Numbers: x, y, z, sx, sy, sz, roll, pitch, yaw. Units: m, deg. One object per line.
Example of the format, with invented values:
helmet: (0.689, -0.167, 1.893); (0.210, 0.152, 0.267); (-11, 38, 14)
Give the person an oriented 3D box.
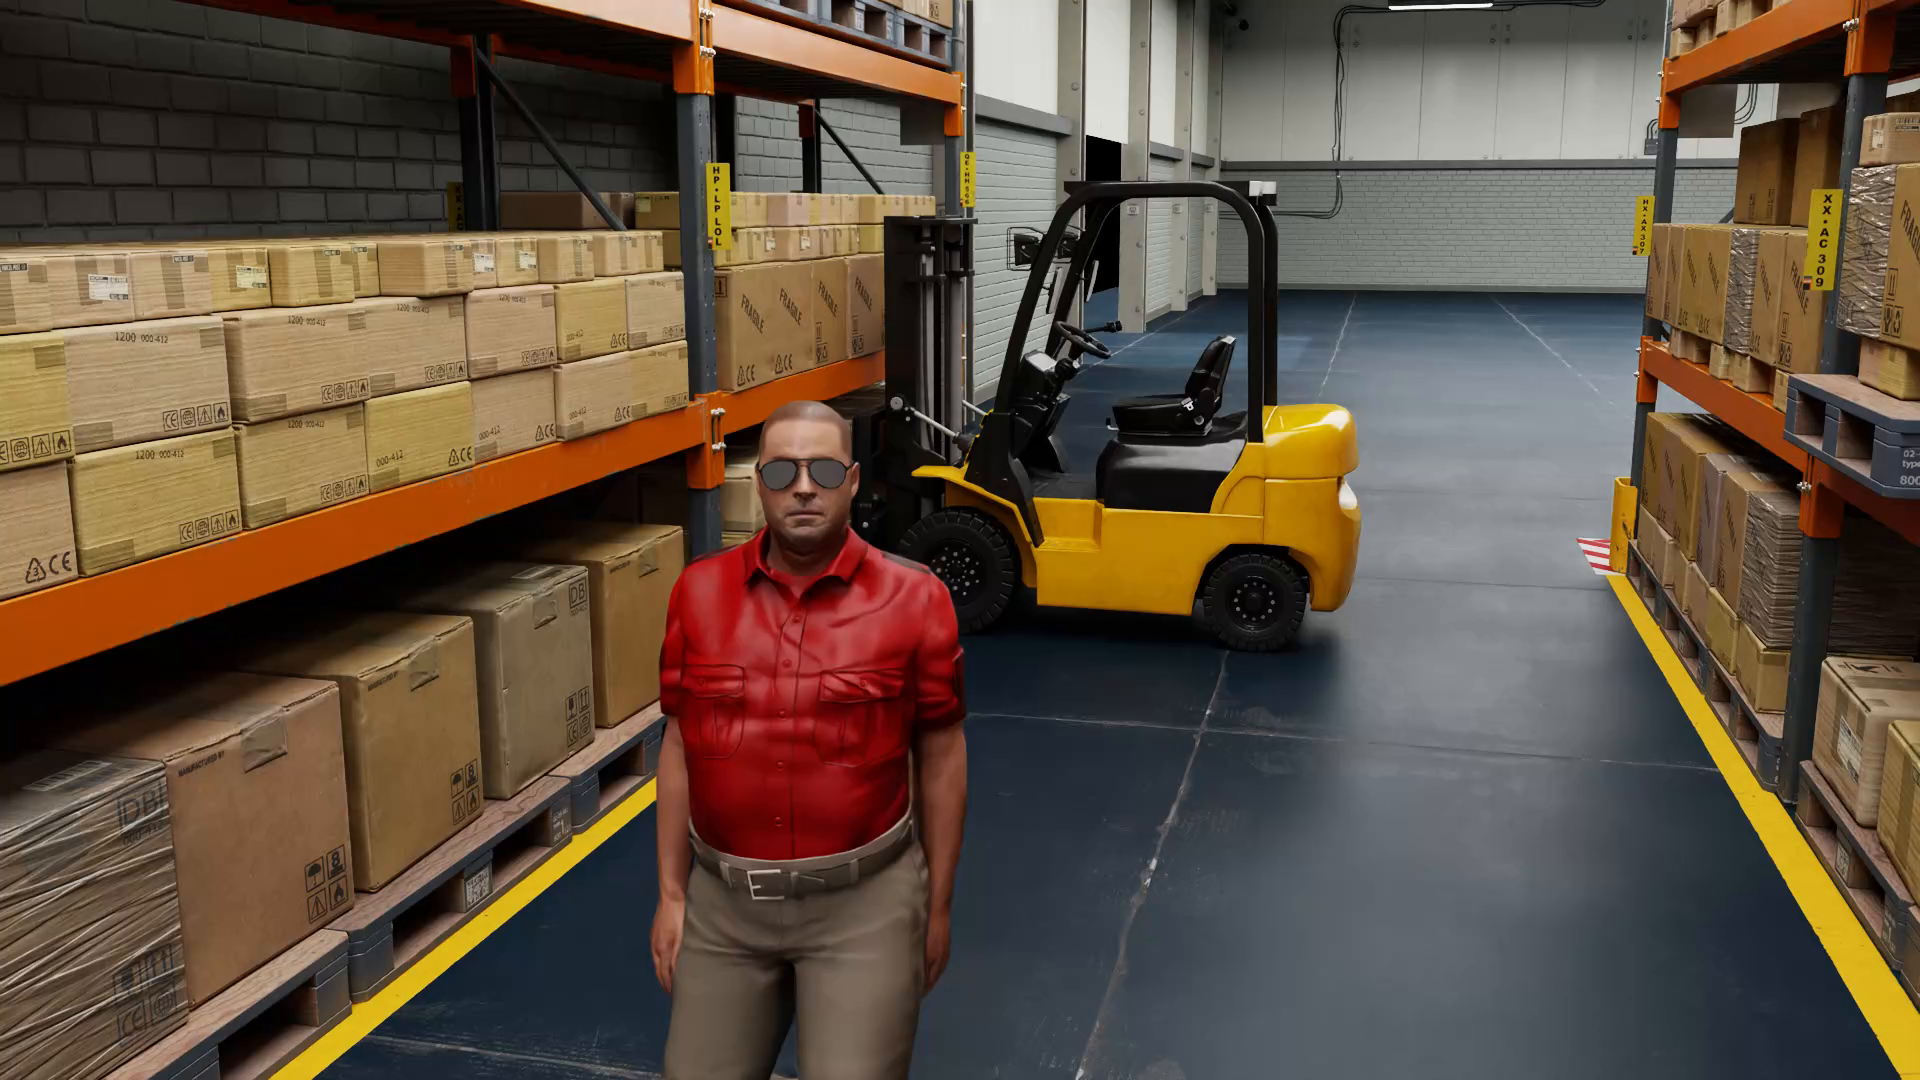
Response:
person: (-0.261, 0.613, 2.860); (0.539, 1.705, 0.663); (2, 12, 9)
